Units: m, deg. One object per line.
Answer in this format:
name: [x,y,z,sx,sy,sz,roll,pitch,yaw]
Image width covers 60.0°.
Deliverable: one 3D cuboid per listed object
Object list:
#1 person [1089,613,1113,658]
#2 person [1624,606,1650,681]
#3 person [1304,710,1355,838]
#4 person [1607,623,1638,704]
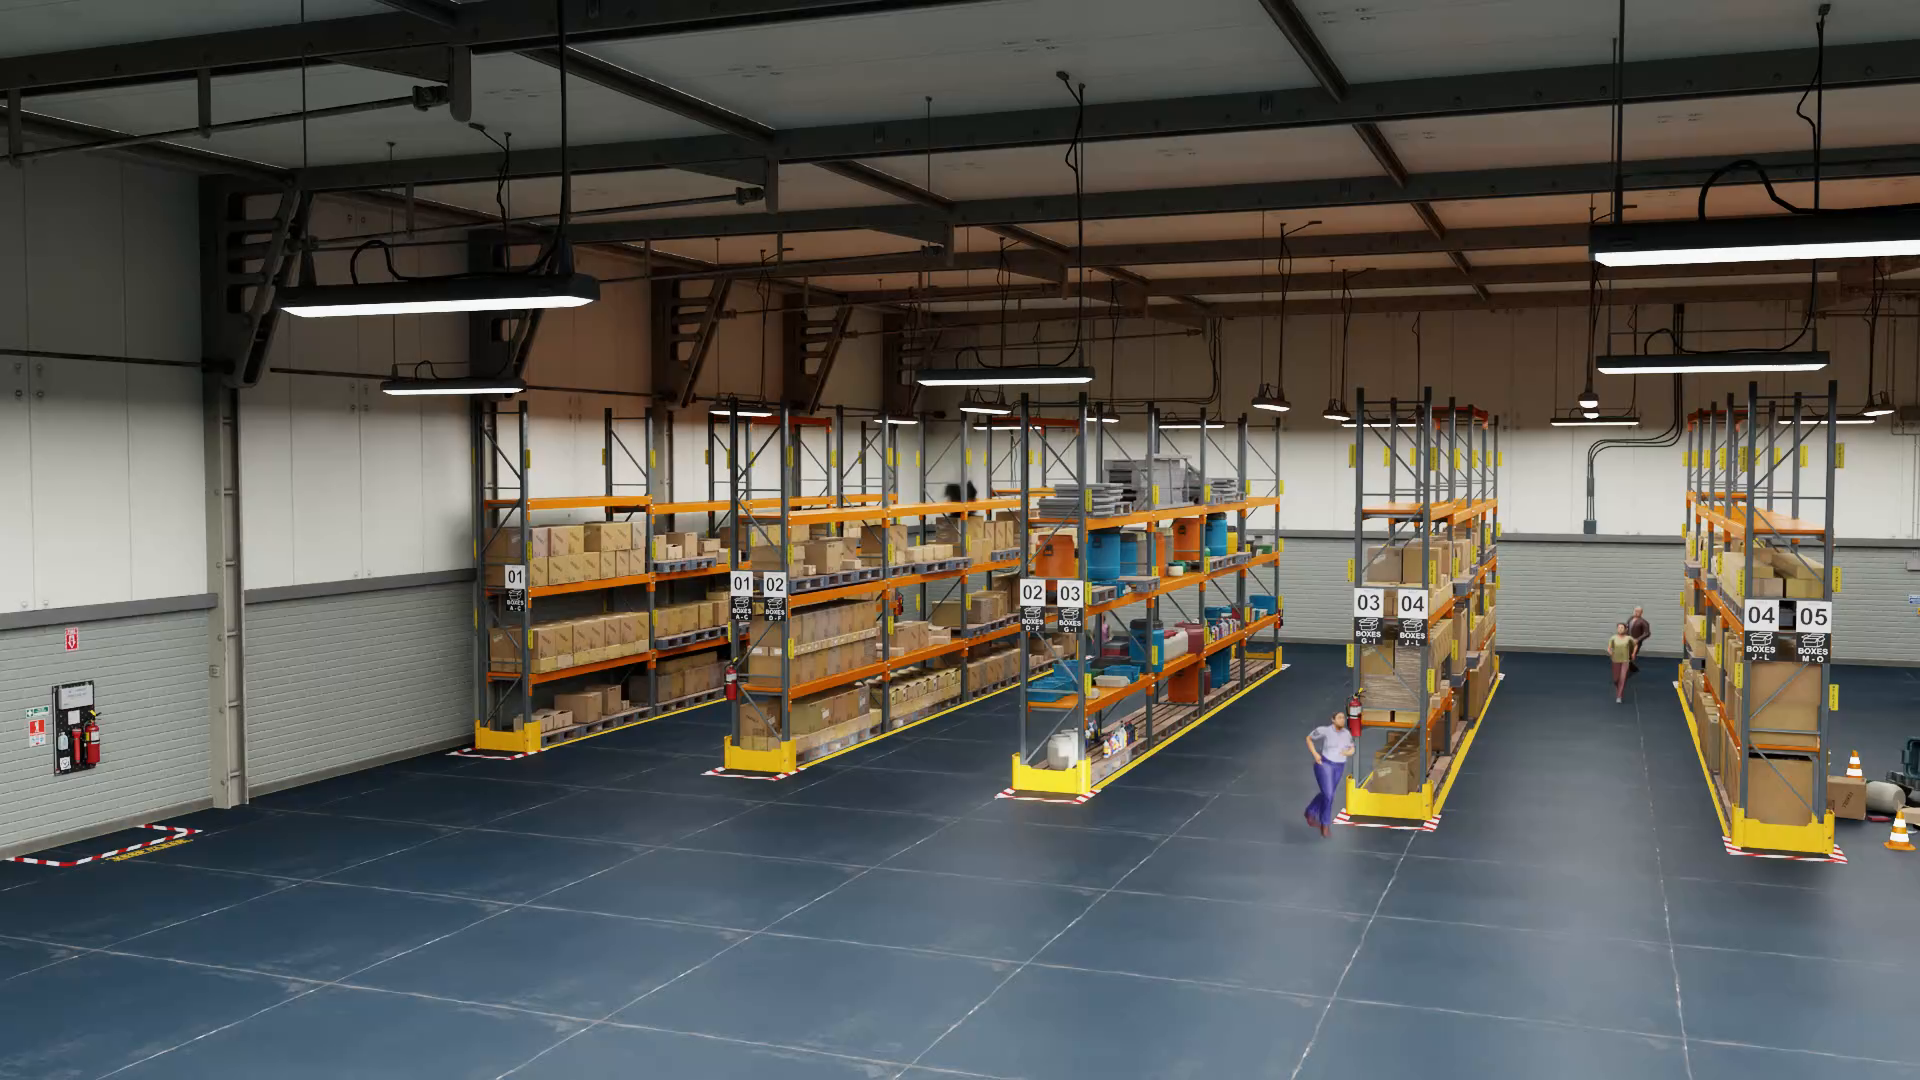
person: [3.160,2.413,37.280,0.533,1.550,0.562,1,3,12]
person: [15.124,2.343,37.304,0.658,1.713,0.747,-1,3,-27]
person: [4.971,3.123,22.407,0.631,1.701,0.750,-1,3,-25]
person: [13.635,2.520,34.265,0.593,1.635,0.894,1,3,26]
